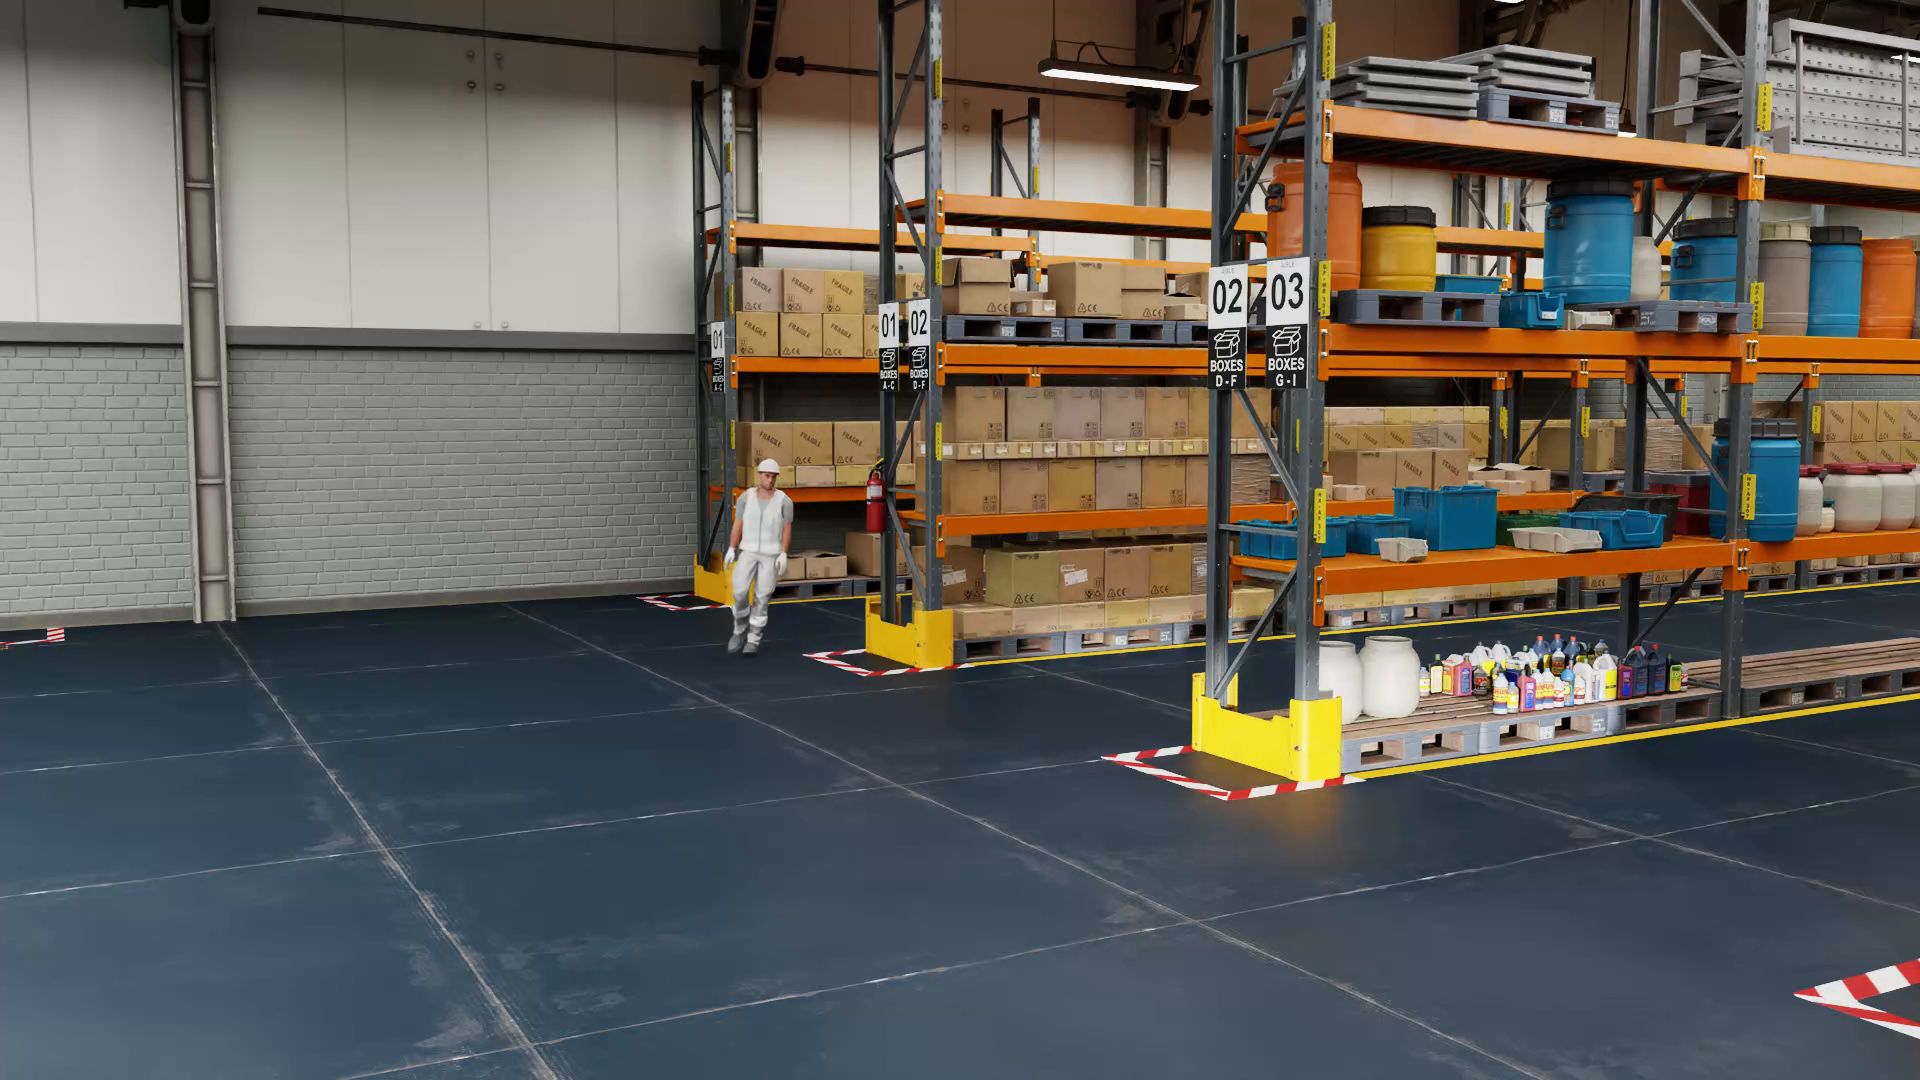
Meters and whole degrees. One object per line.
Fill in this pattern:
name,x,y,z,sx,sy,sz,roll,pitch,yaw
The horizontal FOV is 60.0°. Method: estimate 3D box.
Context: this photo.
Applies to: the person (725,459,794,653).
person,-1.833,0.152,15.066,0.635,1.775,0.435,0,5,0
